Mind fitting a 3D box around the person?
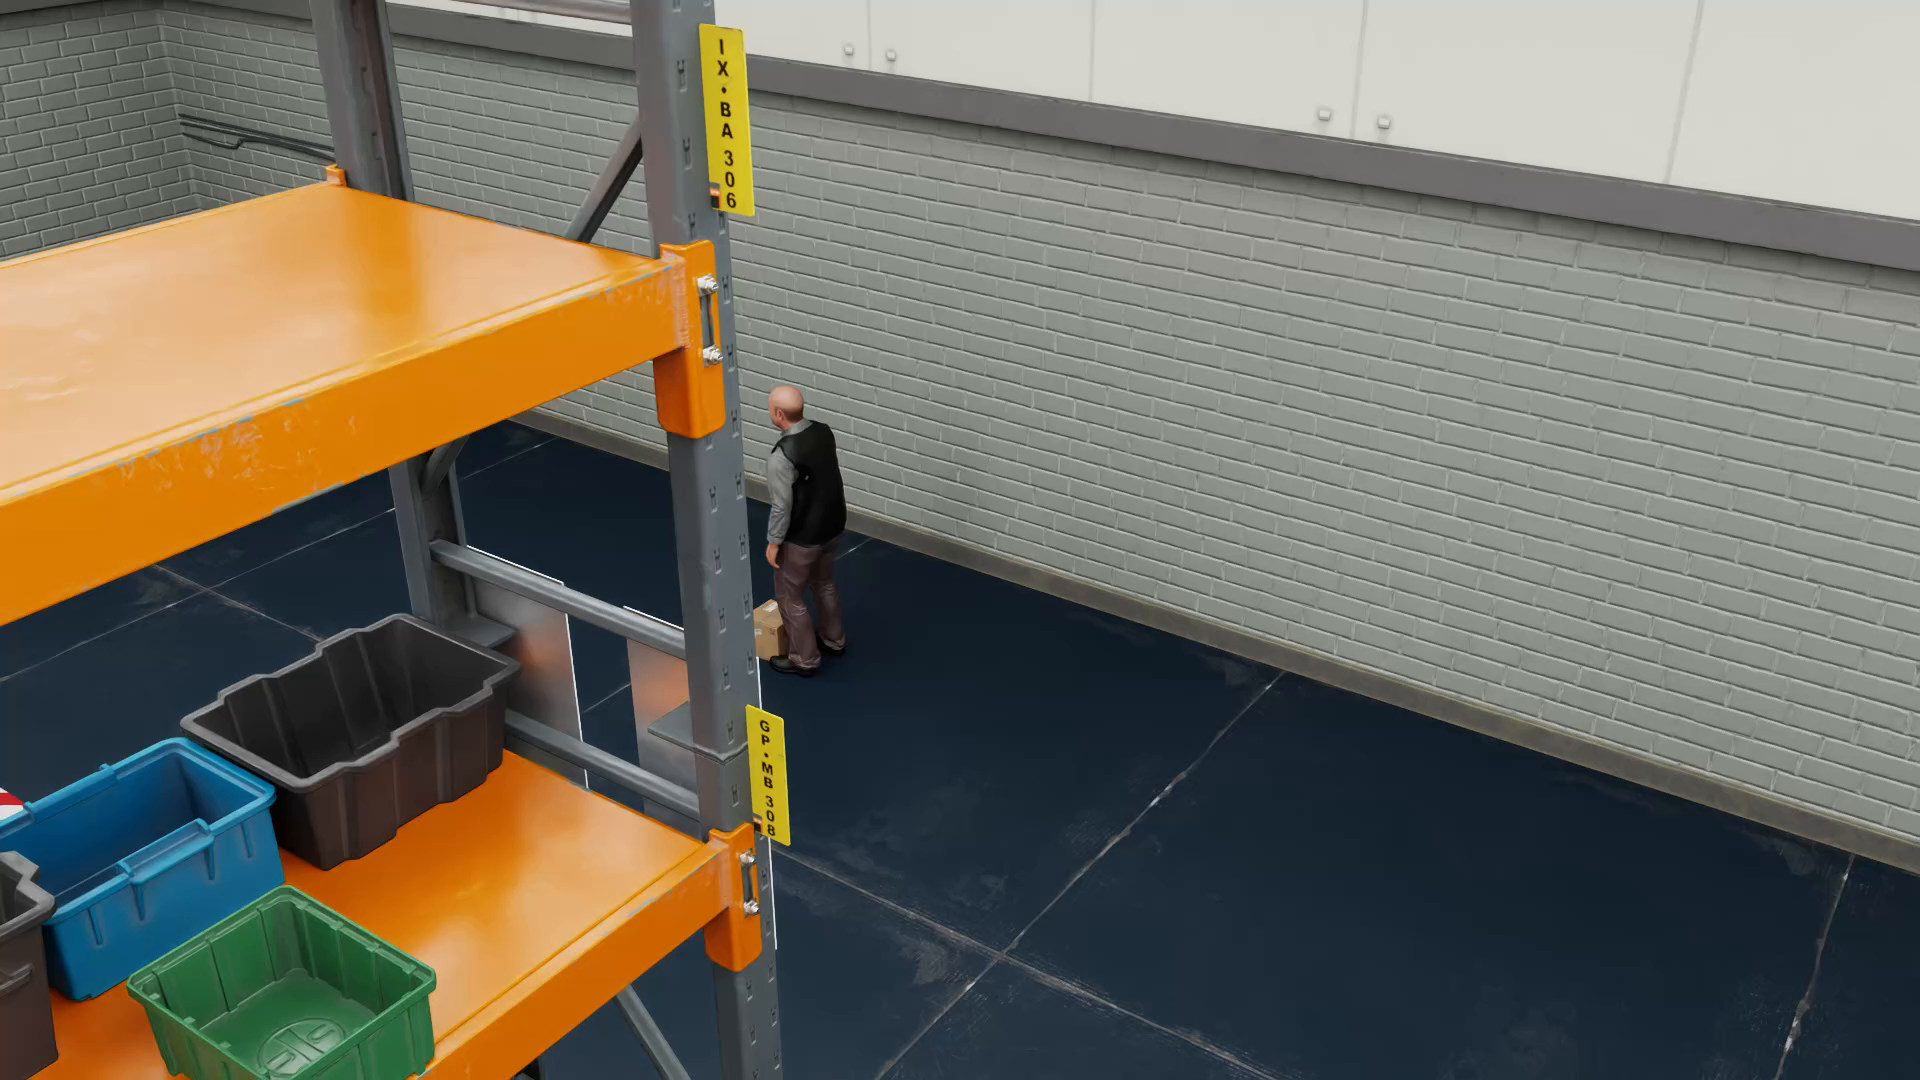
[{"bbox_3d":[-0.858,-0.046,9.283,0.418,1.721,0.594,16,31,28],"label":"person"}]
